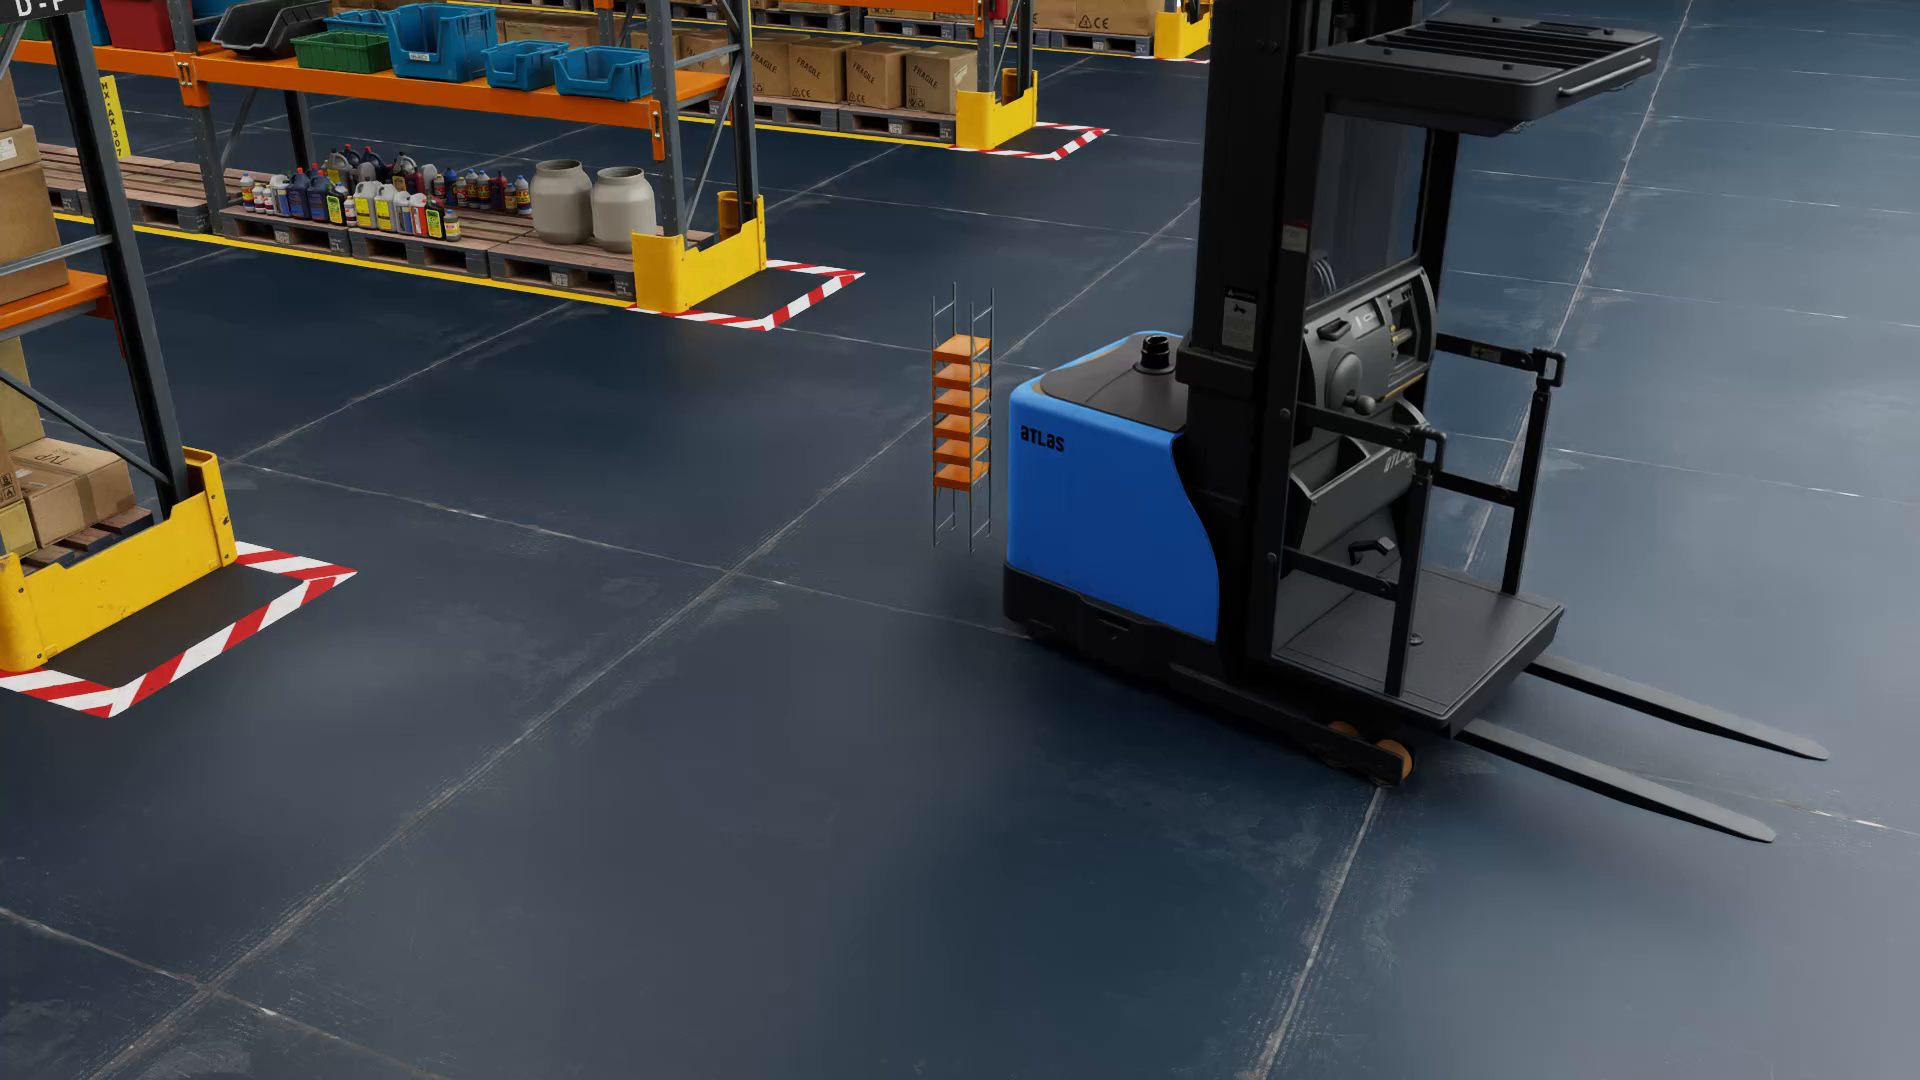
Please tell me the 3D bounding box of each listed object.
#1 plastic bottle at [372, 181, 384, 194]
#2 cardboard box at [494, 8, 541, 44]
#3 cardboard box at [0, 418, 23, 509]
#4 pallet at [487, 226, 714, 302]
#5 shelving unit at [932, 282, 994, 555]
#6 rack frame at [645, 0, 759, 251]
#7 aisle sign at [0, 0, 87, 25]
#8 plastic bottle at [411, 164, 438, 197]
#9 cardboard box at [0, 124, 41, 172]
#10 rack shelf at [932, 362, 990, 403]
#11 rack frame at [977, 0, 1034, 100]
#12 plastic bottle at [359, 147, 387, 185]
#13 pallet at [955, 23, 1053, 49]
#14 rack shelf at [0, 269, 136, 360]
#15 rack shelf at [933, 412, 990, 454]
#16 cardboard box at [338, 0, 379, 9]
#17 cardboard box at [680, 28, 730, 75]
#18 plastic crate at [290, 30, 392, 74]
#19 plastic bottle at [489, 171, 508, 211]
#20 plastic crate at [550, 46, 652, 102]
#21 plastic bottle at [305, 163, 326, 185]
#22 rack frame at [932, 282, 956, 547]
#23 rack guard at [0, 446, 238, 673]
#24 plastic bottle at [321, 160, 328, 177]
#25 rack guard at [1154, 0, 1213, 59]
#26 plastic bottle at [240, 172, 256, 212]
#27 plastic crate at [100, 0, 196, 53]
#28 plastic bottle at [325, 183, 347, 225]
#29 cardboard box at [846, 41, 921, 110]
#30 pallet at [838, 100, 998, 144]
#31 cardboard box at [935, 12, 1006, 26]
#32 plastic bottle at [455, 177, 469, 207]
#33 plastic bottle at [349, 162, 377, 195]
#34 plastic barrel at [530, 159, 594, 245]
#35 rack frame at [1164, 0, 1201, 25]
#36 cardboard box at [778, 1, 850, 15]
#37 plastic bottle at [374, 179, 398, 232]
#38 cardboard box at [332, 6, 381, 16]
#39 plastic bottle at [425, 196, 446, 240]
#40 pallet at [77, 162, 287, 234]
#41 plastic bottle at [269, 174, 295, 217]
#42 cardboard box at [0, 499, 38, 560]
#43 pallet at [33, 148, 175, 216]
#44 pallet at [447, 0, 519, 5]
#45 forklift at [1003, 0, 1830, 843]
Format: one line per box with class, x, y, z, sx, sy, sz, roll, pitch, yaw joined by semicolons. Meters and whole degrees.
plastic bottle;-4.120;-2.410;11.834;0.135;0.276;0.152;11;28;22
cardboard box;-4.716;-5.182;17.211;0.500;0.500;0.700;9;28;17
cardboard box;-4.304;-0.344;6.842;0.500;0.500;0.500;11;28;22
pallet;-2.465;-1.960;11.492;1.213;0.211;1.003;11;28;22
shelving unit;0.013;-0.536;7.480;0.189;1.200;0.258;11;28;22
rack frame;-1.639;-3.065;10.580;0.127;3.000;1.000;11;28;22
aisle sign;-3.506;-2.352;6.188;0.004;0.787;0.394;11;28;22
plastic bottle;-3.960;-2.645;12.312;0.135;0.276;0.152;12;29;23
cardboard box;-3.961;-1.569;6.693;0.250;0.149;0.380;11;28;21
rack shelf;0.013;-0.711;7.393;0.180;0.103;0.258;11;28;22
rack frame;0.411;-5.057;14.625;0.127;3.000;1.000;11;28;22
plastic bottle;-4.400;-2.769;12.479;0.185;0.351;0.144;10;28;19
pallet;0.689;-6.120;19.942;1.213;0.211;1.003;11;28;22
rack shelf;-5.514;-1.117;7.438;4.000;0.370;1.077;11;28;22
rack shelf;0.013;-0.496;7.499;0.180;0.103;0.258;11;28;22
cardboard box;-6.249;-5.822;17.661;0.500;0.250;0.500;13;29;24
cardboard box;-2.358;-4.664;16.183;0.500;0.500;0.500;22;34;38
plastic crate;-4.161;-3.340;11.378;0.662;0.188;0.450;11;28;22
plastic bottle;-3.359;-2.550;12.110;0.133;0.283;0.061;12;29;23
plastic crate;-2.219;-2.970;10.555;0.616;0.251;0.499;11;28;22
plastic bottle;-4.658;-2.549;12.033;0.185;0.351;0.144;11;28;22
rack frame;-0.070;-0.552;7.514;0.006;1.200;0.240;11;28;22
rack guard;-3.671;0.051;7.080;0.348;0.500;1.175;11;28;22
plastic bottle;-4.821;-2.798;12.707;0.097;0.201;0.097;0;26;0
rack guard;2.578;-5.907;19.182;0.348;0.500;1.175;11;28;22
plastic bottle;-5.172;-2.536;12.095;0.097;0.271;0.097;0;26;0
plastic crate;-5.848;-3.791;11.982;0.583;0.464;0.402;11;28;22
plastic bottle;-4.412;-2.380;11.765;0.133;0.283;0.061;13;29;24
cardboard box;-0.709;-4.340;15.524;0.500;0.500;0.500;20;33;35
pallet;-0.383;-3.983;15.600;1.213;0.211;1.003;11;28;22
cardboard box;0.281;-6.693;19.878;0.875;0.875;0.875;12;28;22
plastic bottle;-3.654;-2.563;12.230;0.097;0.201;0.097;0;26;0
plastic bottle;-4.439;-2.671;12.365;0.135;0.276;0.152;11;28;22
plastic barrel;-2.726;-2.319;11.405;0.421;0.512;0.421;0;26;0
rack frame;2.556;-7.033;18.639;0.127;3.000;1.000;11;28;22
cardboard box;-1.687;-7.021;20.685;0.750;0.750;1.050;11;28;22
plastic bottle;-3.989;-2.345;11.618;0.185;0.351;0.144;13;29;24
cardboard box;-6.253;-5.481;17.819;0.500;0.500;0.700;10;28;19
plastic bottle;-3.606;-2.218;11.436;0.133;0.283;0.061;12;29;23
pallet;-6.011;-2.674;12.942;1.213;0.211;1.003;11;28;22
plastic bottle;-4.866;-2.490;11.996;0.135;0.276;0.152;12;29;24
cardboard box;-4.303;-0.009;7.009;0.500;0.250;0.500;11;28;22
pallet;-7.126;-2.896;13.394;1.213;0.211;1.003;11;28;22
pallet;-6.544;-7.612;22.971;1.213;0.211;1.003;11;28;22
forklift;1.634;-0.694;5.842;3.031;2.935;1.130;20;33;35
